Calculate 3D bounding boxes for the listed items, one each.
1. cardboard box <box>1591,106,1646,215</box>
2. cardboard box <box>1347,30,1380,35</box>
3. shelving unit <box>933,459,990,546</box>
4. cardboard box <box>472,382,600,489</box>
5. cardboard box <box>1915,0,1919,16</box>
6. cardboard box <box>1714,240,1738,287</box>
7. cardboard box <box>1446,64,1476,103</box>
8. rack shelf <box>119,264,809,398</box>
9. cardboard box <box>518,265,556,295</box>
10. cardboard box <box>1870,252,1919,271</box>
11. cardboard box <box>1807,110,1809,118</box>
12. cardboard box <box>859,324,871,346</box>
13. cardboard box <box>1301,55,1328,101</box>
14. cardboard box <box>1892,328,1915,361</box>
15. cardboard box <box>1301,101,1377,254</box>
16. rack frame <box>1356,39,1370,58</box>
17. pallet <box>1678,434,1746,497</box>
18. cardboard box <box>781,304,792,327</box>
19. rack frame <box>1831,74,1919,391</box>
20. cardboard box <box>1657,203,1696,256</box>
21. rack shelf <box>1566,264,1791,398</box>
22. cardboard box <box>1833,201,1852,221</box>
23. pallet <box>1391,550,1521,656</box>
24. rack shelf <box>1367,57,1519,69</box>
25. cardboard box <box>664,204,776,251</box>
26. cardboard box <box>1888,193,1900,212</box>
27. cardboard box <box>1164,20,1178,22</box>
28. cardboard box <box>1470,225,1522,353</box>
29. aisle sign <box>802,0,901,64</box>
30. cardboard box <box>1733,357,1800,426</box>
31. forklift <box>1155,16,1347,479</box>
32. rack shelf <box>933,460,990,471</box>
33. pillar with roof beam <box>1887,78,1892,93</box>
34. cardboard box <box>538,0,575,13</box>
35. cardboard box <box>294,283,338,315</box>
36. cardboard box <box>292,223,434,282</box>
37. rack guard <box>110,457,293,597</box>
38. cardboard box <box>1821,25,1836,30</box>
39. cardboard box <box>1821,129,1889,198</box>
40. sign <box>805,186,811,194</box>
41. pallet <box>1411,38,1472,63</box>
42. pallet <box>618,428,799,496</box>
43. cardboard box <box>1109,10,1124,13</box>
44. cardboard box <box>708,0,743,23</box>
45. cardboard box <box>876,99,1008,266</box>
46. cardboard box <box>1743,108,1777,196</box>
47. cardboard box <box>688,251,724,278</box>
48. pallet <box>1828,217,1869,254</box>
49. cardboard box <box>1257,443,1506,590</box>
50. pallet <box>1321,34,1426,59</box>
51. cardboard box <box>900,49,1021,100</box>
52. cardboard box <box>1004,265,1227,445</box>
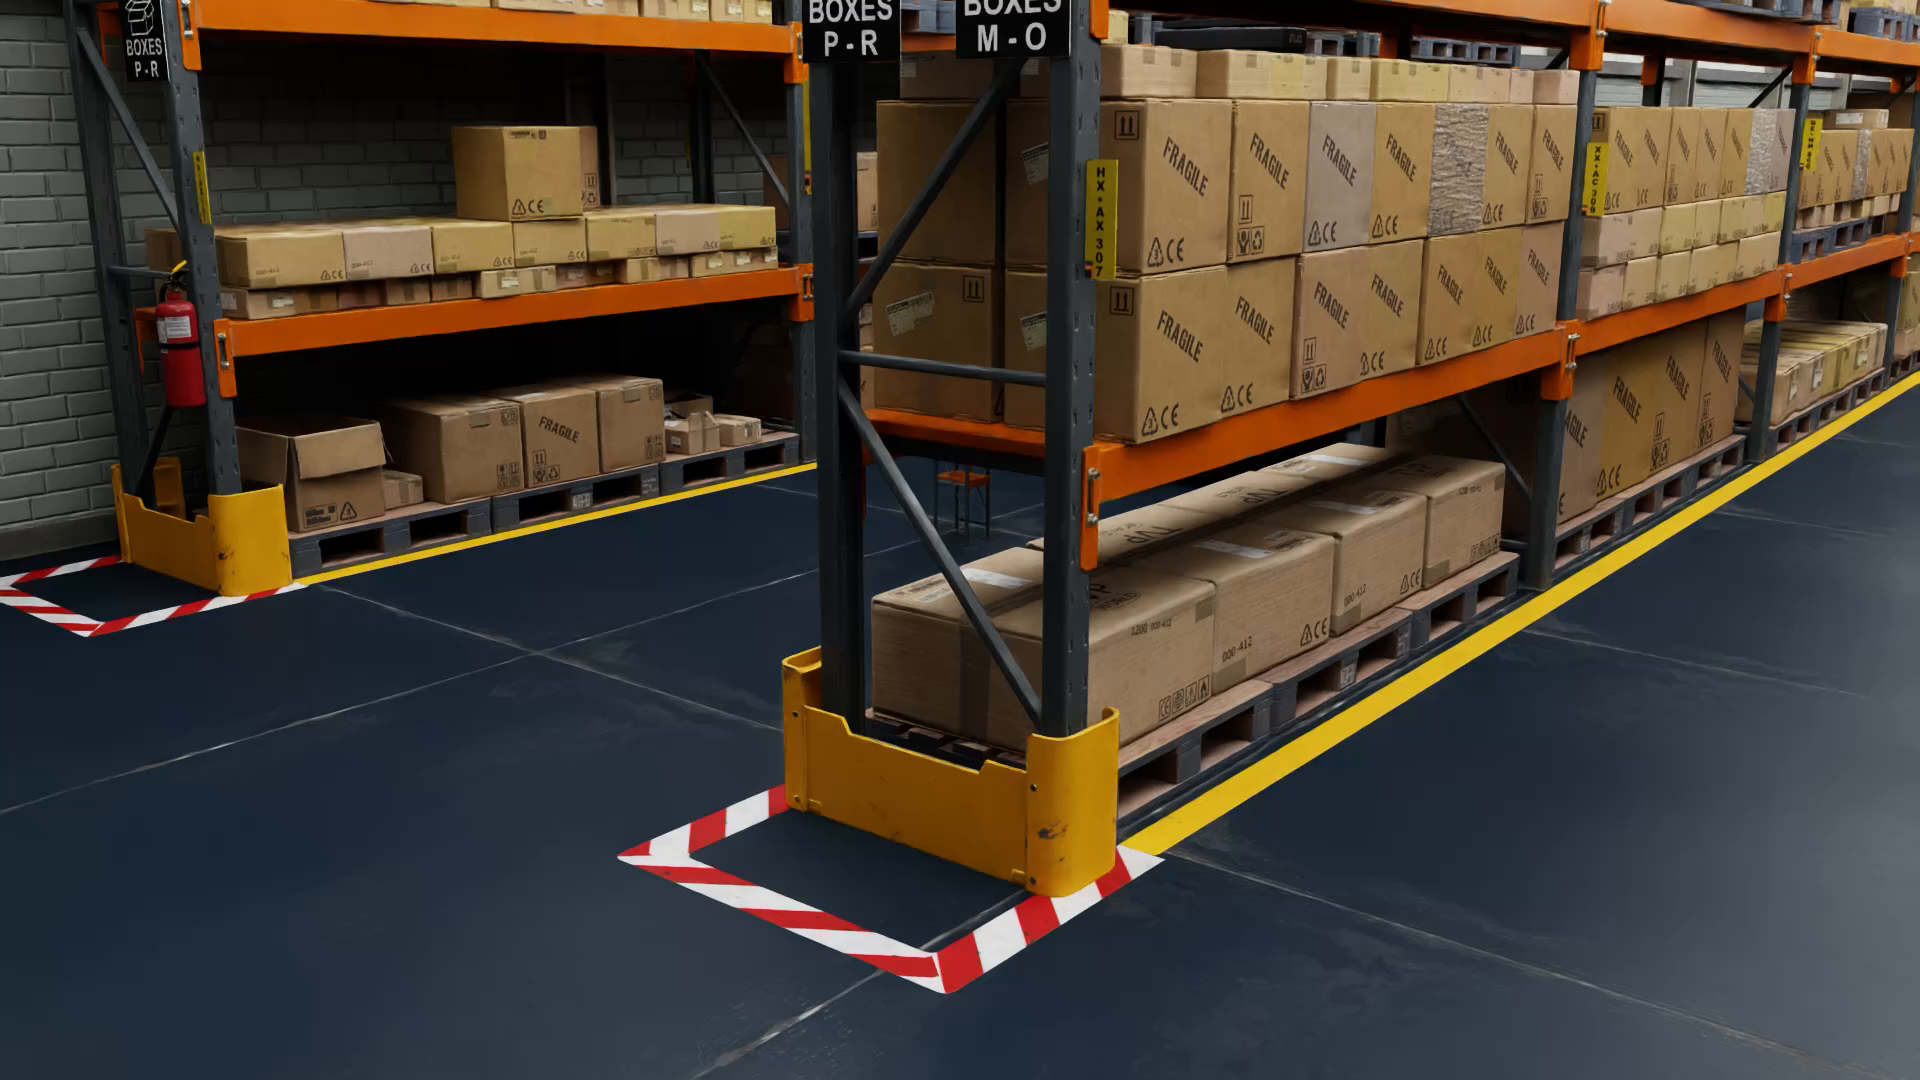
[{"bbox_3d":[2.975,-1.851,8.083,0.500,0.500,0.500,12,18,38],"label":"cardboard box"},{"bbox_3d":[4.159,-5.200,16.864,0.380,0.149,0.250,12,18,39],"label":"cardboard box"},{"bbox_3d":[0.009,-0.584,8.986,0.258,1.200,0.189,11,18,38],"label":"shelving unit"},{"bbox_3d":[-2.466,-0.617,9.685,0.500,0.500,0.500,12,18,39],"label":"cardboard box"},{"bbox_3d":[7.993,-4.377,13.870,0.500,0.250,0.500,11,18,36],"label":"cardboard box"},{"bbox_3d":[4.236,-1.640,9.791,0.500,0.250,0.500,11,18,37],"label":"cardboard box"},{"bbox_3d":[1.840,-1.832,6.693,0.380,0.149,0.250,11,18,37],"label":"cardboard box"},{"bbox_3d":[-2.645,-1.314,9.663,1.077,0.370,4.000,11,18,38],"label":"rack shelf"},{"bbox_3d":[-2.484,-1.471,9.330,0.380,0.149,0.250,12,18,39],"label":"cardboard box"},{"bbox_3d":[8.209,-2.445,14.545,0.380,0.149,0.250,12,18,38],"label":"cardboard box"},{"bbox_3d":[6.330,-3.261,12.891,0.380,0.149,0.250,13,19,41],"label":"cardboard box"},{"bbox_3d":[-0.841,-1.444,11.623,0.380,0.149,0.250,11,18,36],"label":"cardboard box"},{"bbox_3d":[1.037,-1.589,5.736,0.380,0.149,0.250,11,18,38],"label":"cardboard box"},{"bbox_3d":[8.084,-1.752,14.659,0.500,0.250,0.500,10,17,35],"label":"cardboard box"},{"bbox_3d":[1.121,-1.293,5.885,0.500,0.500,0.500,11,18,37],"label":"cardboard box"},{"bbox_3d":[3.640,-3.577,17.113,1.000,3.000,0.127,11,18,38],"label":"rack frame"},{"bbox_3d":[4.435,-0.553,10.872,1.003,0.211,1.213,11,18,38],"label":"pallet"},{"bbox_3d":[-1.003,-1.533,11.367,0.380,0.149,0.250,11,18,37],"label":"cardboard box"},{"bbox_3d":[7.503,-2.810,14.092,1.000,3.000,0.127,11,18,38],"label":"rack frame"},{"bbox_3d":[3.615,-1.685,8.953,0.500,0.250,0.500,12,18,38],"label":"cardboard box"},{"bbox_3d":[3.732,-1.312,9.658,1.077,0.370,4.000,11,18,38],"label":"rack shelf"},{"bbox_3d":[6.392,-2.461,12.377,0.380,0.149,0.250,12,19,39],"label":"cardboard box"},{"bbox_3d":[1.937,0.207,7.879,1.003,0.211,1.213,11,18,38],"label":"pallet"},{"bbox_3d":[4.897,-5.066,18.340,1.077,0.370,4.000,11,18,38],"label":"rack shelf"},{"bbox_3d":[-1.518,-1.982,10.532,0.500,0.250,0.500,12,18,39],"label":"cardboard box"},{"bbox_3d":[7.395,-2.751,13.515,0.380,0.149,0.250,12,18,38],"label":"cardboard box"},{"bbox_3d":[2.010,-4.779,14.491,0.700,0.500,0.500,11,18,36],"label":"cardboard box"},{"bbox_3d":[2.064,-1.099,7.152,0.500,0.500,0.500,11,18,36],"label":"cardboard box"},{"bbox_3d":[-0.325,-1.806,4.860,0.394,0.787,0.004,11,18,38],"label":"aisle sign"},{"bbox_3d":[5.352,-1.081,11.768,0.950,0.372,0.625,10,17,34],"label":"cardboard box"},{"bbox_3d":[2.075,-2.103,11.447,1.130,2.935,3.031,10,18,36],"label":"forklift"},{"bbox_3d":[0.009,-0.425,9.027,0.258,0.103,0.180,11,18,38],"label":"rack shelf"},{"bbox_3d":[27.219,-12.336,39.407,9.100,9.000,0.400,11,18,38],"label":"pillar with roof beam"},{"bbox_3d":[-2.329,-2.963,9.114,0.380,0.149,0.250,12,18,39],"label":"cardboard box"},{"bbox_3d":[-3.358,-1.234,8.398,0.380,0.149,0.250,12,18,39],"label":"cardboard box"},{"bbox_3d":[-3.090,-1.493,8.607,0.500,0.250,0.500,12,18,38],"label":"cardboard box"},{"bbox_3d":[-3.854,-0.082,8.432,1.175,0.500,0.348,11,18,38],"label":"rack guard"},{"bbox_3d":[5.593,-3.726,11.404,0.700,0.500,0.500,11,18,38],"label":"cardboard box"},{"bbox_3d":[6.752,-2.889,12.744,0.500,0.500,0.500,12,19,39],"label":"cardboard box"},{"bbox_3d":[-0.961,-2.382,10.651,0.100,0.325,0.005,11,18,38],"label":"sign"},{"bbox_3d":[4.923,-5.388,18.329,1.003,0.211,1.213,11,18,38],"label":"pallet"},{"bbox_3d":[-1.820,-0.562,10.908,1.003,0.211,1.213,11,18,38],"label":"pallet"},{"bbox_3d":[1.091,-4.281,13.284,0.380,0.149,0.250,12,18,39],"label":"cardboard box"},{"bbox_3d":[-1.540,-3.216,10.110,0.380,0.149,0.250,11,18,37],"label":"cardboard box"},{"bbox_3d":[0.079,-1.174,5.419,0.500,0.500,0.500,12,19,39],"label":"cardboard box"},{"bbox_3d":[4.552,-2.338,10.000,0.500,0.500,0.500,12,18,39],"label":"cardboard box"},{"bbox_3d":[-1.683,-1.717,10.299,0.380,0.149,0.250,12,18,39],"label":"cardboard box"},{"bbox_3d":[6.202,-2.336,12.618,1.003,0.211,1.213,11,18,38],"label":"pallet"},{"bbox_3d":[1.997,-0.136,7.917,0.875,0.438,0.875,11,18,37],"label":"cardboard box"},{"bbox_3d":[4.156,-5.156,17.413,1.003,0.211,1.213,11,18,38],"label":"pallet"},{"bbox_3d":[0.031,-1.459,5.223,0.380,0.149,0.250,12,18,38],"label":"cardboard box"},{"bbox_3d":[0.486,-0.608,5.221,0.500,0.500,0.500,11,18,37],"label":"cardboard box"}]
